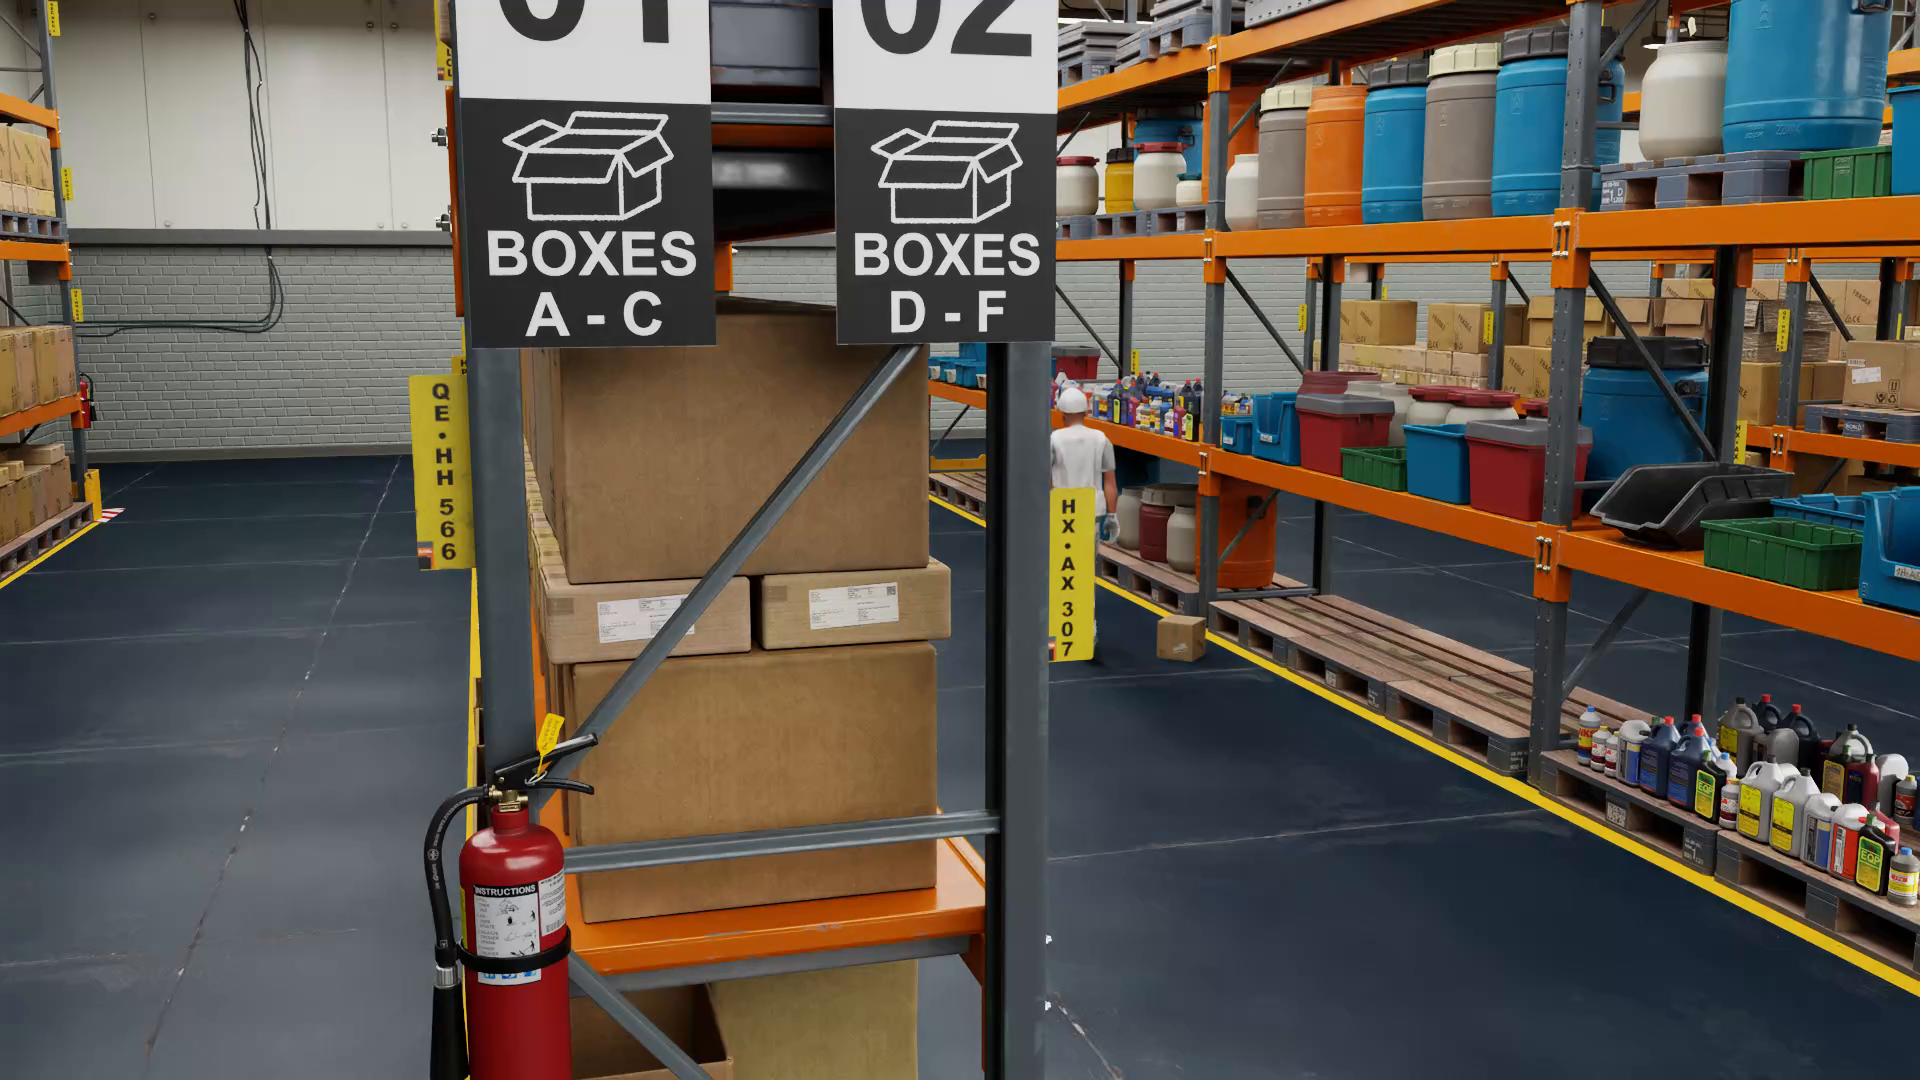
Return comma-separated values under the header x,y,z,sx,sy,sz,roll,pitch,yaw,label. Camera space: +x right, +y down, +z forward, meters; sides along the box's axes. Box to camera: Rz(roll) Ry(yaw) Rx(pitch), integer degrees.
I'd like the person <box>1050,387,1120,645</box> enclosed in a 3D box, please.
x,y,z,sx,sy,sz,roll,pitch,yaw,label
0.785,-0.152,11.254,0.544,1.754,1.053,-3,10,-18,person
